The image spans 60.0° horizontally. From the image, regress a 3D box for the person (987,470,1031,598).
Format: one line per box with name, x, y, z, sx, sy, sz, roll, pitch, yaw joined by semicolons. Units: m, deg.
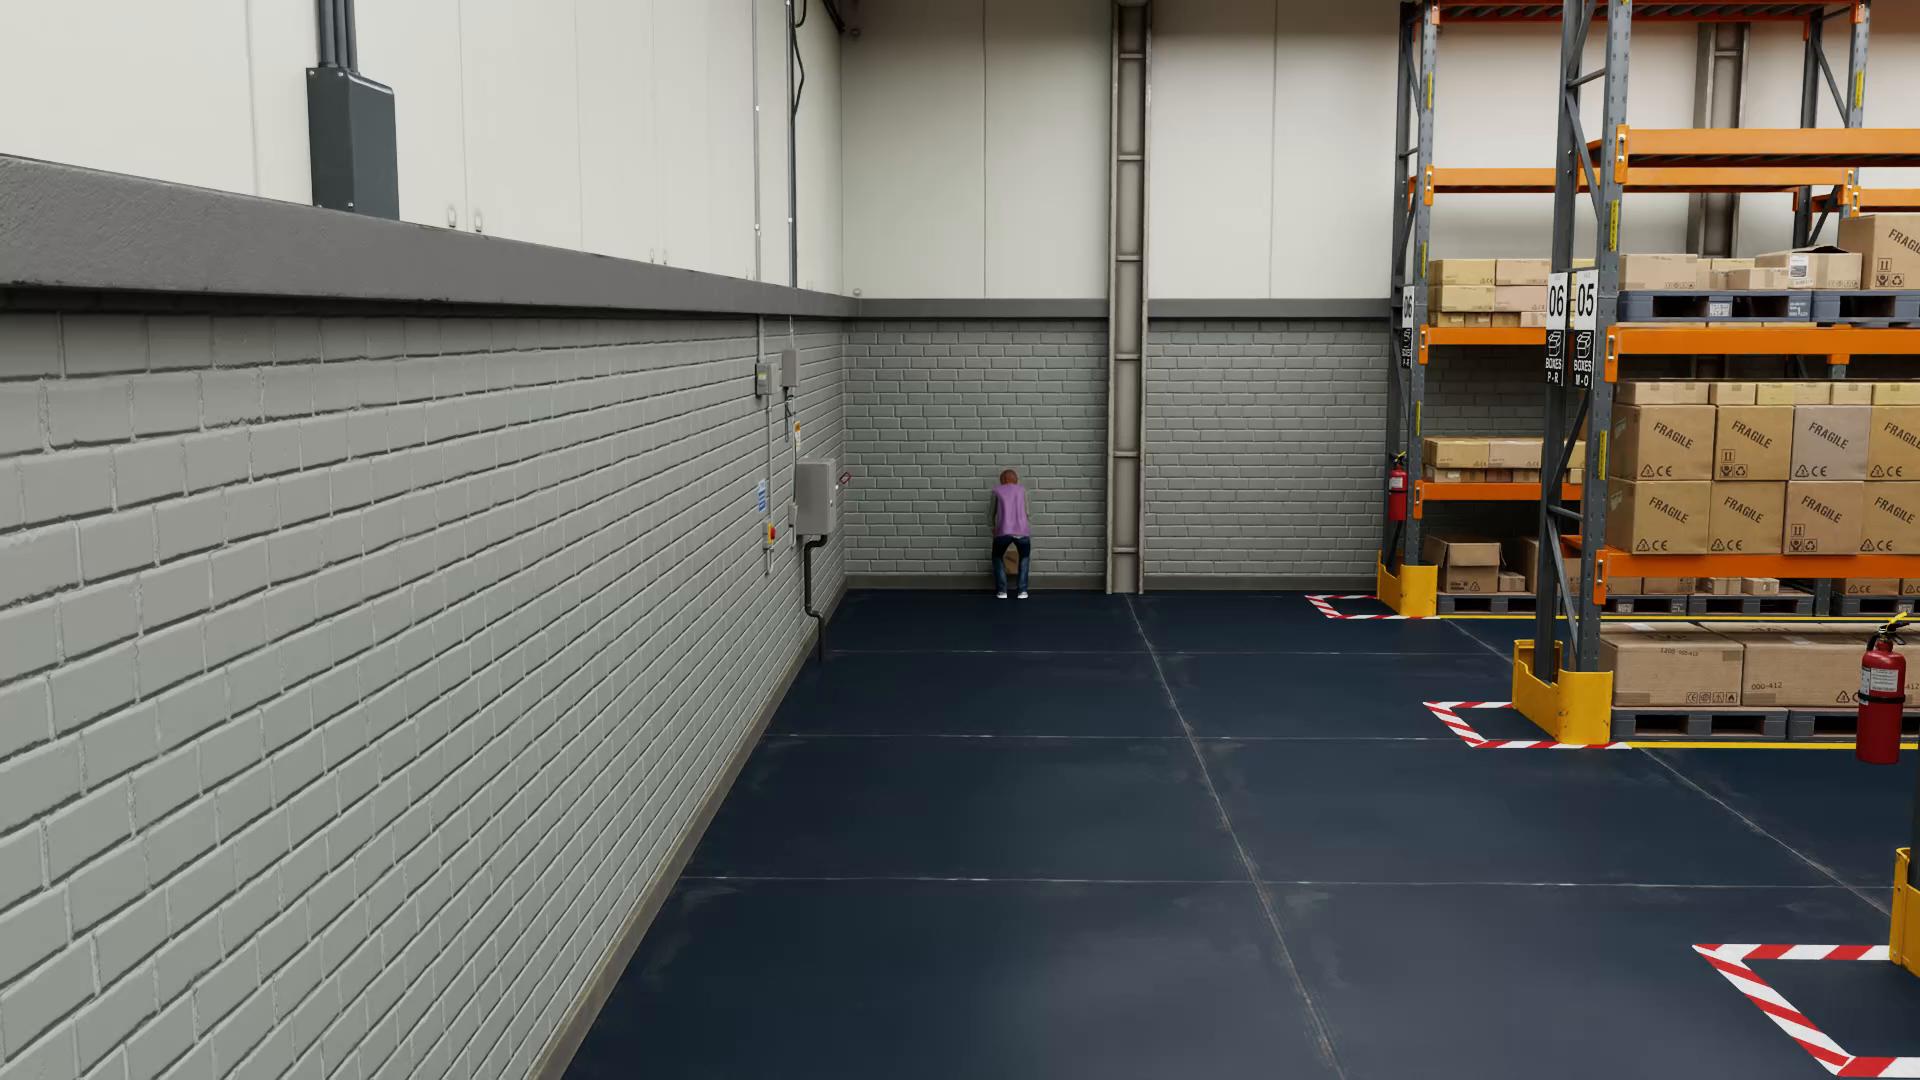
person;0.510;-0.046;17.310;0.462;1.311;0.639;0;7;1
